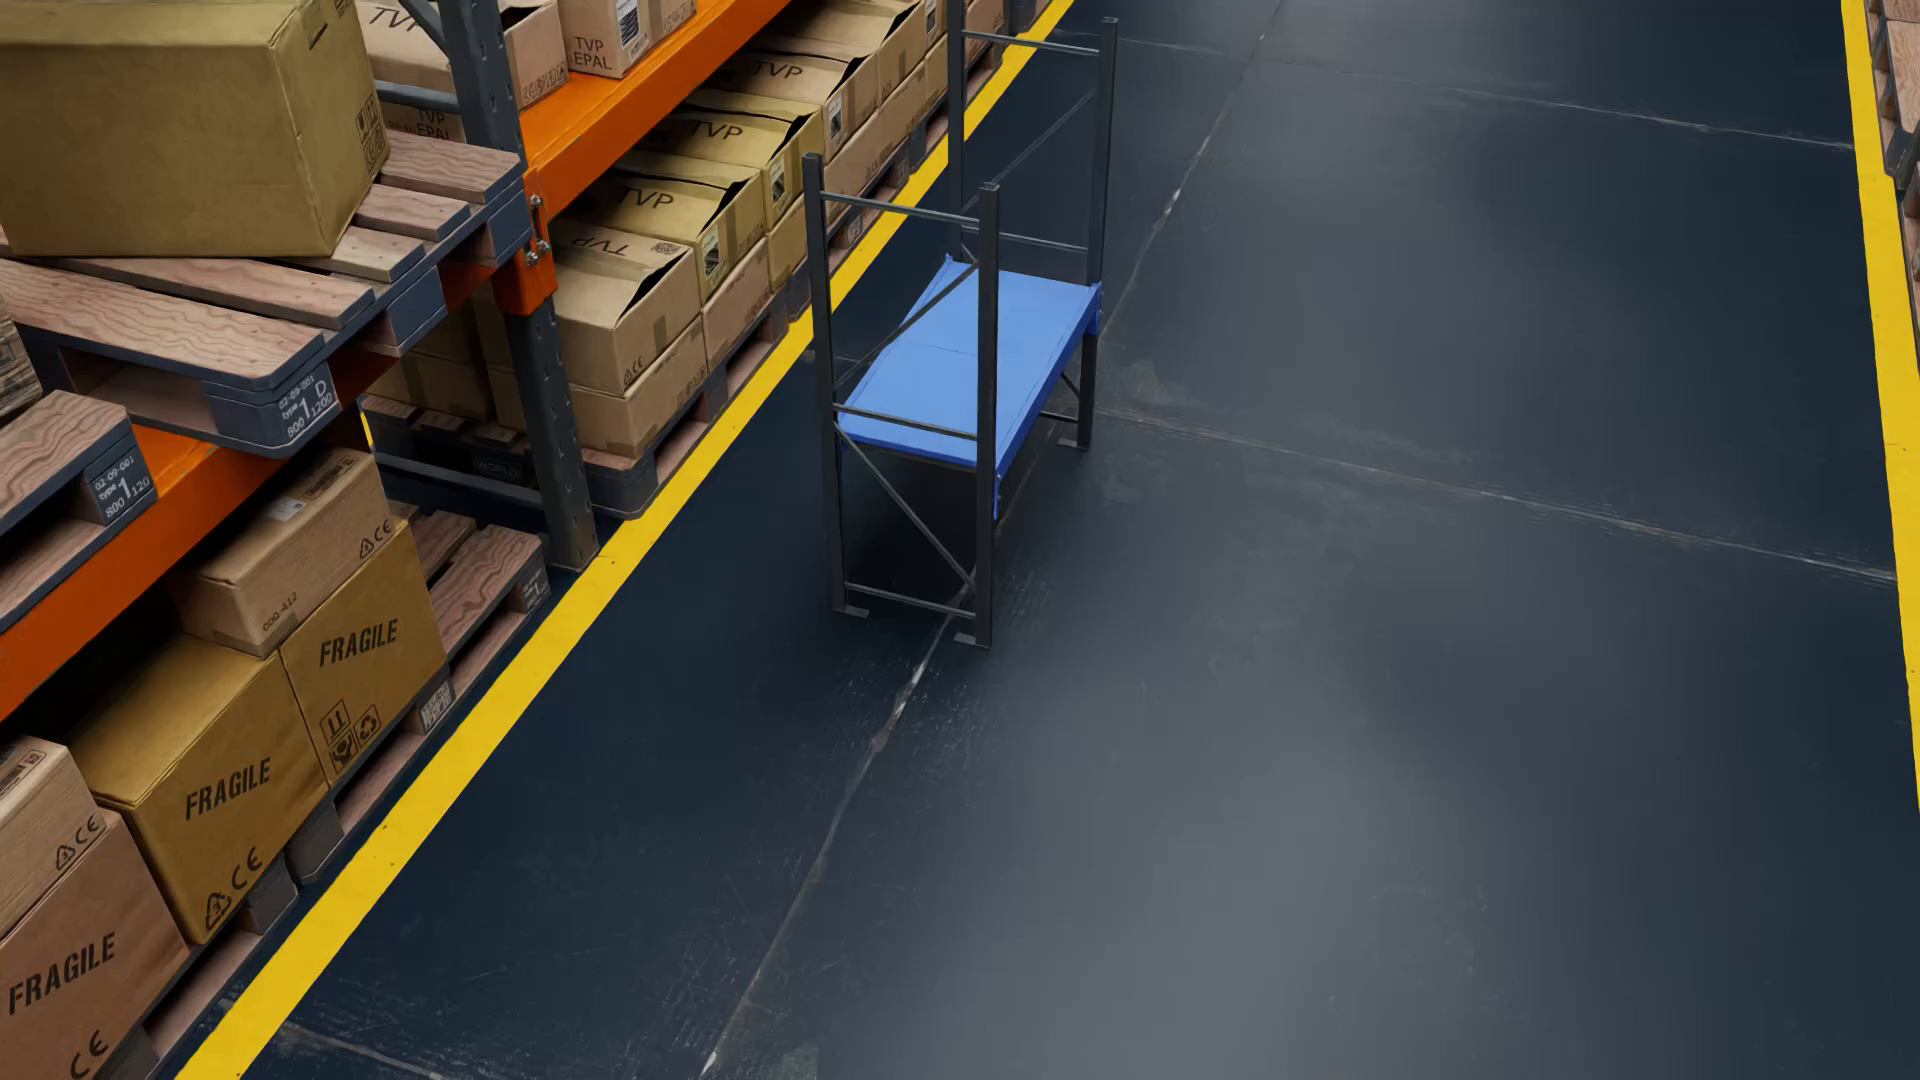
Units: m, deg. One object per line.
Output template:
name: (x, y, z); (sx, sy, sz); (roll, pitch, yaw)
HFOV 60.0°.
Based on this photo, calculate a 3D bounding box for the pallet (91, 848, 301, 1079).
pallet: (-2.327, 1.069, 3.835); (1.003, 0.211, 1.213); (13, 42, 15)

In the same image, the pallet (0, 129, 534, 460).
pallet: (-1.783, -0.679, 3.882); (1.213, 0.211, 1.003); (13, 42, 15)

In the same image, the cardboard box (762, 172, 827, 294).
cardboard box: (-0.819, -1.174, 6.110); (0.500, 0.250, 0.500); (12, 42, 14)

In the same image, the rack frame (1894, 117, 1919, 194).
rack frame: (4.407, -2.523, 5.897); (1.000, 3.000, 0.127); (13, 42, 15)

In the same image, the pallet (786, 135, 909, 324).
pallet: (-0.880, -1.355, 6.676); (1.003, 0.211, 1.213); (13, 42, 15)

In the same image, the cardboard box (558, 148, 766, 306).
cardboard box: (-0.990, -1.084, 5.573); (0.500, 0.311, 0.500); (12, 42, 14)

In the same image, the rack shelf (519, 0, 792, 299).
rack shelf: (-0.933, -2.127, 5.986); (1.077, 0.370, 4.000); (13, 42, 15)

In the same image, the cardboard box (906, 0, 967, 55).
cardboard box: (-0.290, -2.318, 7.019); (0.500, 0.311, 0.500); (14, 43, 16)

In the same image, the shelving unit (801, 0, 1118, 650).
shelving unit: (0.029, -0.623, 4.824); (0.538, 1.500, 1.048); (13, 42, 15)

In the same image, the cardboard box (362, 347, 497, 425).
cardboard box: (-1.666, -0.670, 5.519); (0.500, 0.250, 0.500); (14, 42, 16)

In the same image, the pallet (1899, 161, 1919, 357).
pallet: (4.142, -0.987, 6.245); (1.003, 0.211, 1.213); (13, 42, 15)

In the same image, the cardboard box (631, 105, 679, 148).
cardboard box: (-1.322, -1.508, 6.069); (0.500, 0.311, 0.500); (13, 42, 15)

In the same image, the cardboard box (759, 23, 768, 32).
cardboard box: (-0.977, -2.131, 6.799); (0.500, 0.311, 0.500); (12, 42, 14)

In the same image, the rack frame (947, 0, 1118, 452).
rack frame: (0.203, -0.933, 5.188); (0.500, 1.500, 0.032); (13, 42, 15)

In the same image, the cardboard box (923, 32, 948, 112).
cardboard box: (-0.293, -2.109, 7.206); (0.500, 0.250, 0.500); (13, 42, 14)

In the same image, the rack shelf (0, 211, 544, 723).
rack shelf: (-2.301, 0.313, 3.127); (1.077, 0.370, 4.000); (13, 42, 15)

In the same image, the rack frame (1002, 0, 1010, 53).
rack frame: (-0.249, -3.621, 7.183); (1.000, 3.000, 0.127); (13, 42, 15)

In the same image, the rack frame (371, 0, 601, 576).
rack frame: (-1.617, -1.181, 4.323); (1.000, 3.000, 0.127); (13, 42, 15)

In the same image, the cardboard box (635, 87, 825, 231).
cardboard box: (-0.814, -1.395, 5.937); (0.500, 0.311, 0.500); (12, 42, 14)

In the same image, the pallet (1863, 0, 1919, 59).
pallet: (5.019, -2.627, 8.166); (1.003, 0.211, 1.213); (13, 42, 15)

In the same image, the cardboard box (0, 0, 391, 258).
cardboard box: (-1.726, -0.970, 3.675); (0.700, 0.500, 0.500); (0, 40, 0)

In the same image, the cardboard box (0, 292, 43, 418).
cardboard box: (-2.219, -0.454, 3.071); (0.700, 0.500, 0.500); (21, 45, 23)

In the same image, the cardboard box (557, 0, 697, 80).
cardboard box: (-1.129, -1.649, 4.941); (0.500, 0.311, 0.500); (13, 42, 15)

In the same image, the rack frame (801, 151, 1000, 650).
rack frame: (-0.145, -0.313, 4.461); (0.500, 1.500, 0.032); (13, 42, 15)

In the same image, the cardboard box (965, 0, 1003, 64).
cardboard box: (-0.119, -2.417, 7.567); (0.500, 0.250, 0.500); (13, 42, 15)

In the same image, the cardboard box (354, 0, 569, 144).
cardboard box: (-1.452, -1.359, 4.601); (0.500, 0.311, 0.500); (16, 43, 18)

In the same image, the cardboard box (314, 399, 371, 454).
cardboard box: (-2.041, -0.183, 4.740); (0.500, 0.500, 0.500); (15, 43, 17)

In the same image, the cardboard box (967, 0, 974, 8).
cardboard box: (-0.118, -2.637, 7.393); (0.500, 0.311, 0.500); (13, 42, 15)

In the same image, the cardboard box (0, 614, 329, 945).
cardboard box: (-1.894, 0.541, 3.892); (0.500, 0.500, 0.500); (12, 42, 14)

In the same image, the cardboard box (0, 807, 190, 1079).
cardboard box: (-2.067, 0.862, 3.515); (0.500, 0.500, 0.500); (12, 42, 13)

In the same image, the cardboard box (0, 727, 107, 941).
cardboard box: (-2.077, 0.600, 3.245); (0.500, 0.250, 0.500); (13, 42, 14)

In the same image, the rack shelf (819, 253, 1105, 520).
rack shelf: (0.029, -0.486, 4.941); (0.538, 0.185, 1.000); (13, 42, 15)

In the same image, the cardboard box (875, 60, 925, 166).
cardboard box: (-0.468, -1.797, 6.840); (0.500, 0.250, 0.500); (14, 42, 16)

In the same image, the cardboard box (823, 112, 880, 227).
cardboard box: (-0.643, -1.487, 6.476); (0.500, 0.250, 0.500); (14, 42, 16)

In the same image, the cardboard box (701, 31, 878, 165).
cardboard box: (-0.638, -1.709, 6.305); (0.500, 0.311, 0.500); (13, 42, 15)

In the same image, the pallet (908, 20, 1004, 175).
pallet: (-0.464, -2.102, 7.551); (1.003, 0.211, 1.213); (13, 42, 15)

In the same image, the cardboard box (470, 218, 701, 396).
cardboard box: (-1.162, -0.762, 5.195); (0.500, 0.311, 0.500); (15, 43, 17)

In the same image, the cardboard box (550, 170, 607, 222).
cardboard box: (-1.498, -1.200, 5.709); (0.500, 0.311, 0.500); (13, 42, 14)

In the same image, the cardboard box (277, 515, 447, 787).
cardboard box: (-1.716, 0.225, 4.262); (0.500, 0.500, 0.500); (15, 43, 17)

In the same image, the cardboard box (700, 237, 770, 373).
cardboard box: (-0.991, -0.856, 5.737); (0.500, 0.250, 0.500); (12, 42, 14)

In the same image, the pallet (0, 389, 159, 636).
pallet: (-2.278, 0.079, 2.994); (1.003, 0.211, 1.213); (13, 42, 15)

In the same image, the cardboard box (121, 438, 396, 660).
cardboard box: (-1.732, -0.025, 3.977); (0.500, 0.250, 0.500); (15, 43, 17)

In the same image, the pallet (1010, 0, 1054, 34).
pallet: (0.062, -3.036, 8.645); (1.003, 0.211, 1.213); (13, 42, 15)

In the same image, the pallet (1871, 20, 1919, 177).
pallet: (4.604, -1.880, 7.291); (1.003, 0.211, 1.213); (13, 42, 15)

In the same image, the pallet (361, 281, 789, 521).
pallet: (-1.299, -0.613, 5.806); (1.003, 0.211, 1.213); (13, 42, 15)

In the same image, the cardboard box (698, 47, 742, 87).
cardboard box: (-1.149, -1.813, 6.427); (0.500, 0.311, 0.500); (14, 43, 16)

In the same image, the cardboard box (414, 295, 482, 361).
cardboard box: (-1.669, -0.882, 5.336); (0.500, 0.311, 0.500); (14, 43, 16)

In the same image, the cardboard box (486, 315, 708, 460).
cardboard box: (-1.162, -0.549, 5.377); (0.500, 0.250, 0.500); (13, 42, 15)

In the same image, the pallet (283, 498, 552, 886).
pallet: (-1.908, 0.327, 4.704); (1.003, 0.211, 1.213); (13, 42, 15)

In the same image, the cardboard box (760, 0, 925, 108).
cardboard box: (-0.463, -2.014, 6.663); (0.500, 0.311, 0.500); (13, 42, 15)
